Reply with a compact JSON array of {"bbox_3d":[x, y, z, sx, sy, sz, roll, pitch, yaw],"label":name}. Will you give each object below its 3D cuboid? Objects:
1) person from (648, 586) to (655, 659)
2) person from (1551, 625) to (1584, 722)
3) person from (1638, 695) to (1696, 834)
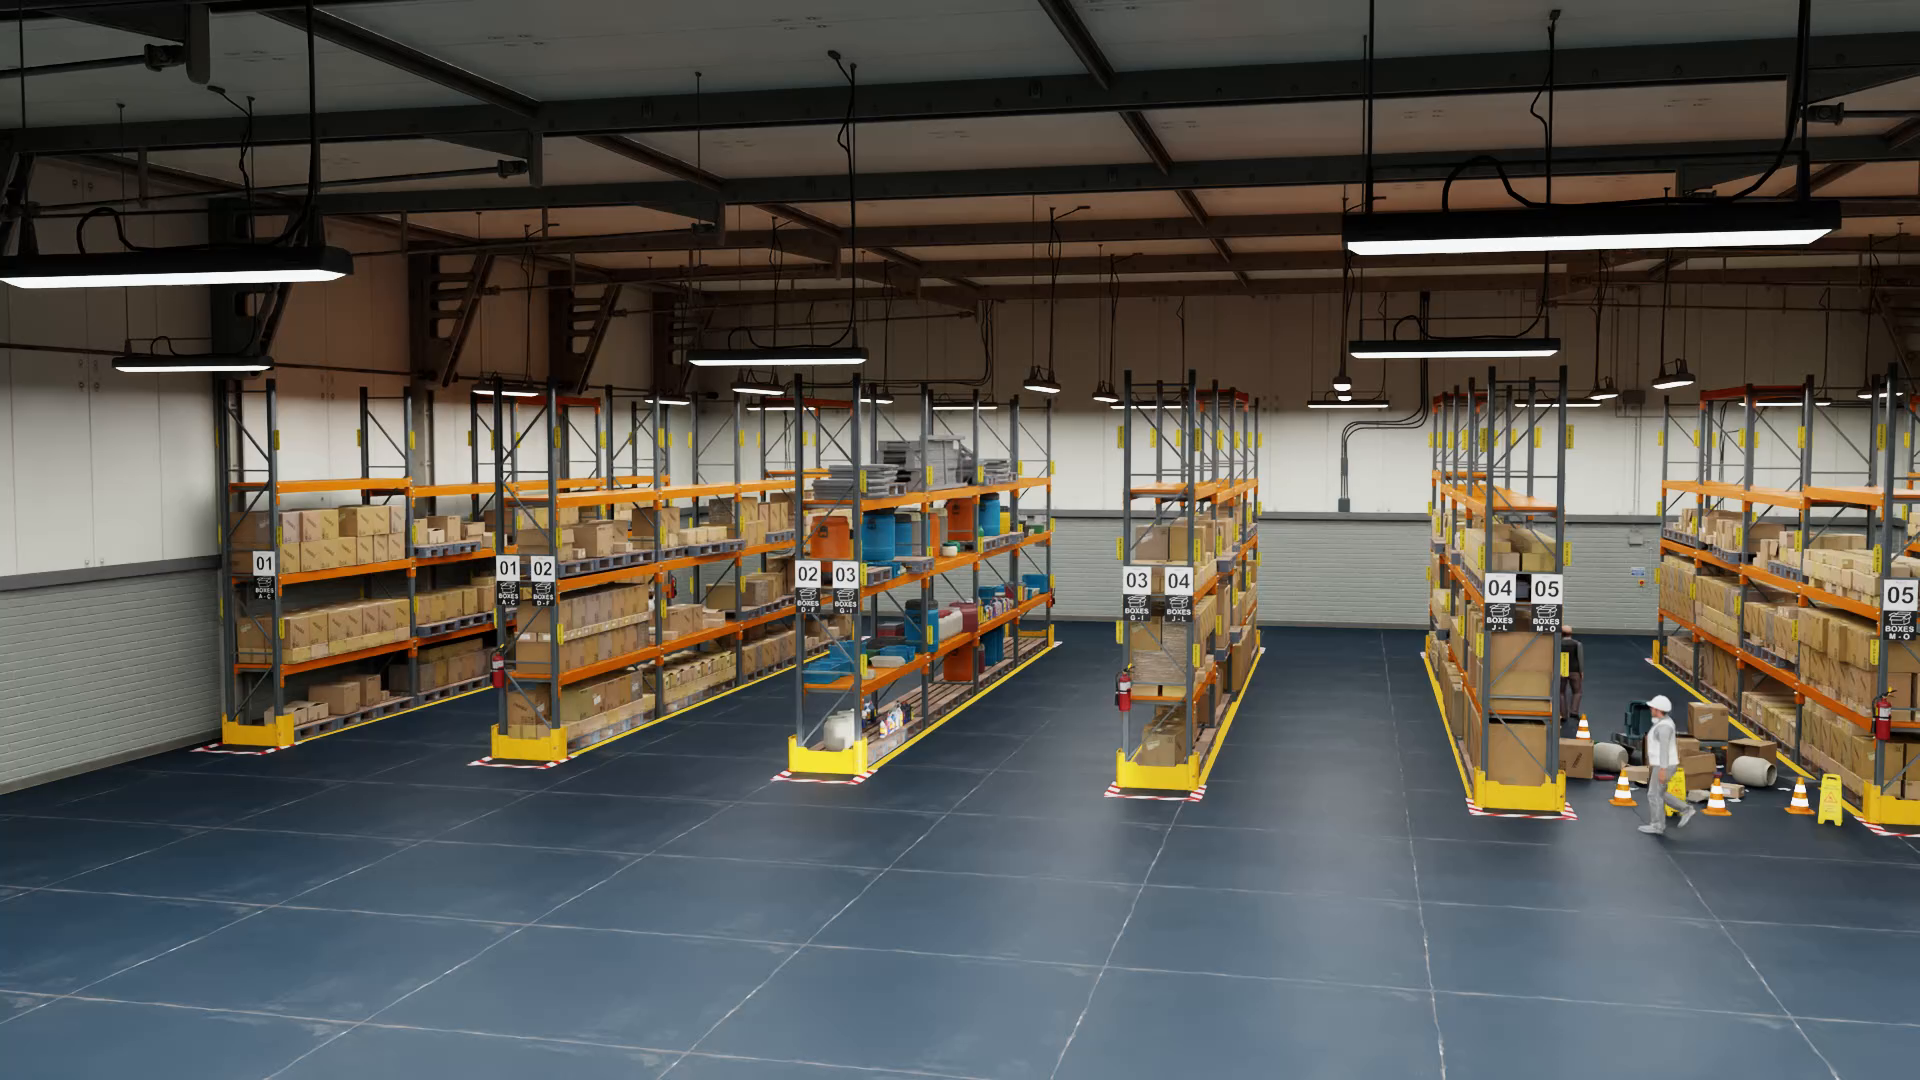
[{"bbox_3d":[-7.128,1.874,38.232,0.446,1.624,0.998,0,3,1],"label":"person"},{"bbox_3d":[10.783,2.378,29.524,0.566,1.720,0.537,1,4,15],"label":"person"},{"bbox_3d":[8.983,2.850,21.082,0.683,1.757,0.544,1,4,21],"label":"person"}]
